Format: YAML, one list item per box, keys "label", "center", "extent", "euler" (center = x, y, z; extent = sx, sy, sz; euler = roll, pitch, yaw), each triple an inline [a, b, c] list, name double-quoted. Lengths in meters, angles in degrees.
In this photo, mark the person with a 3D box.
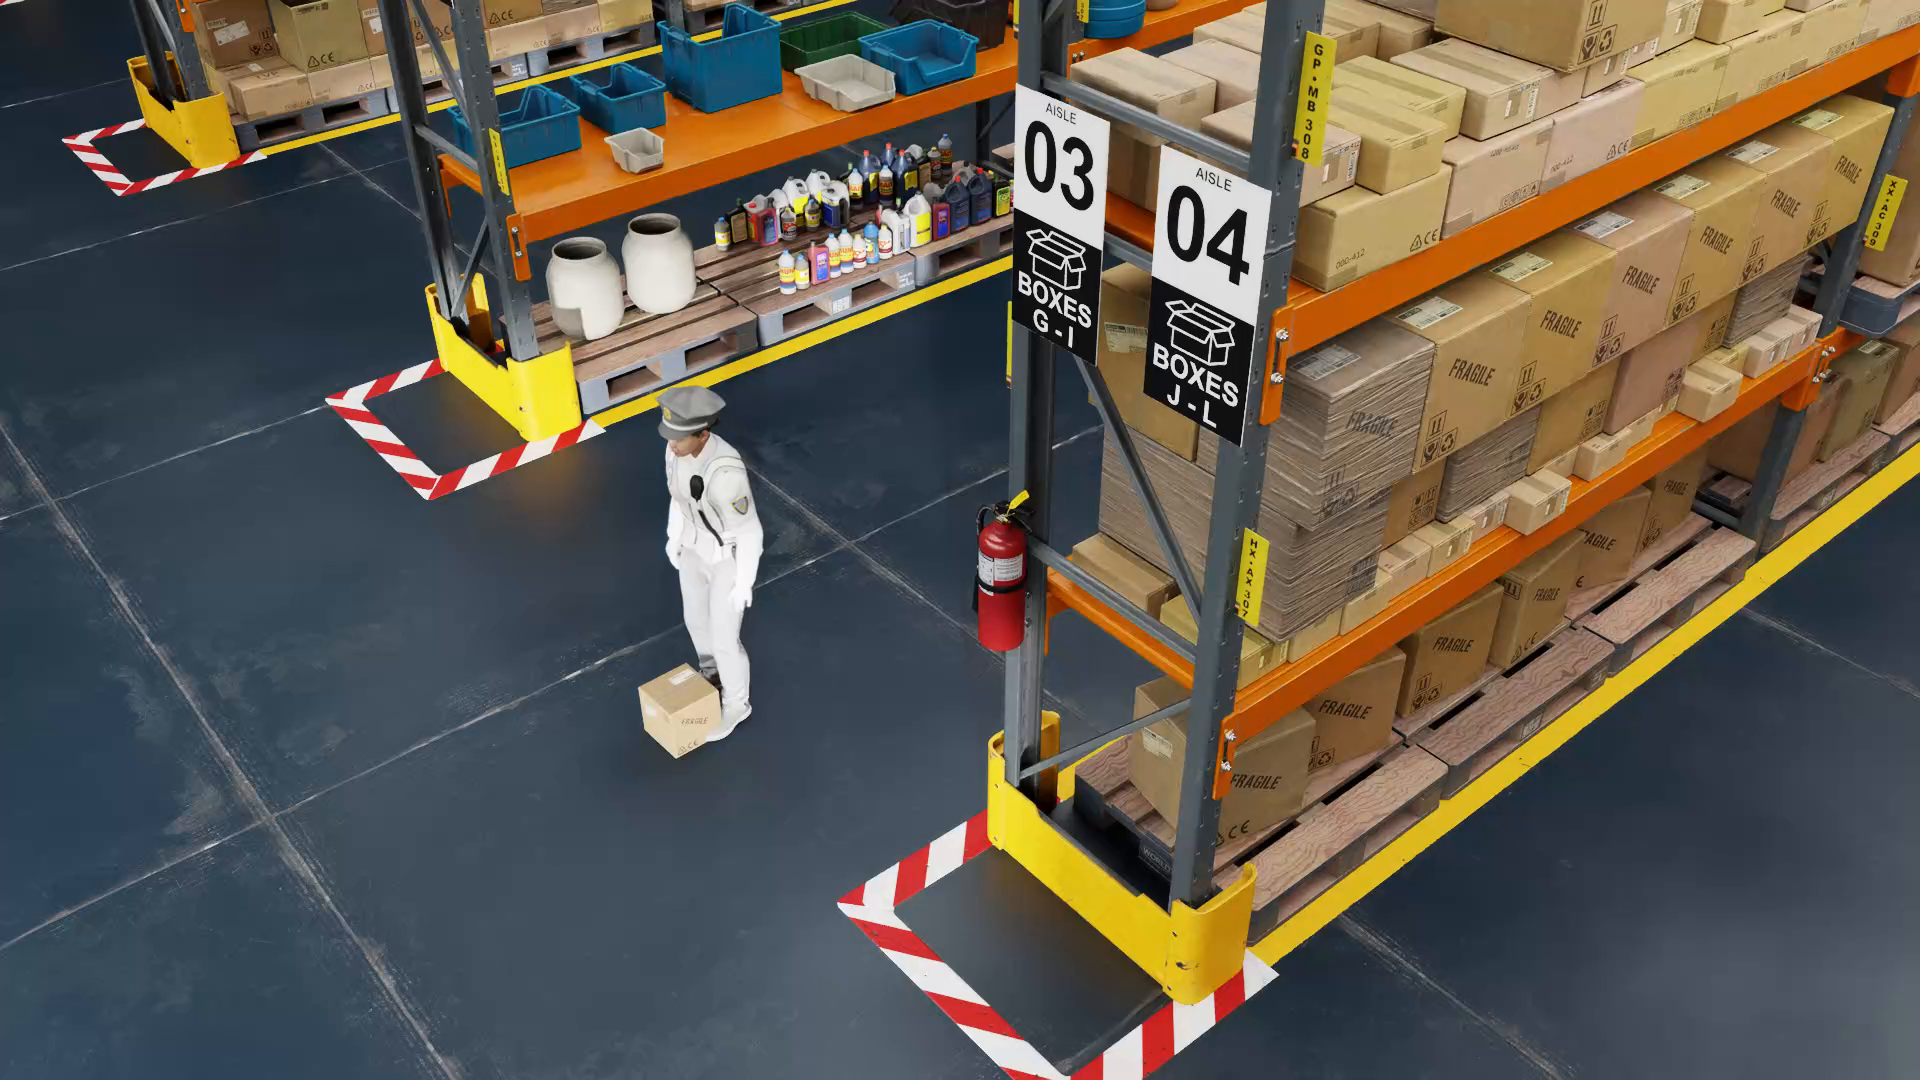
- label: "person"
  center: [-1.046, 0.088, 6.950]
  extent: [0.410, 1.666, 0.547]
  euler: [-29, 45, -34]
